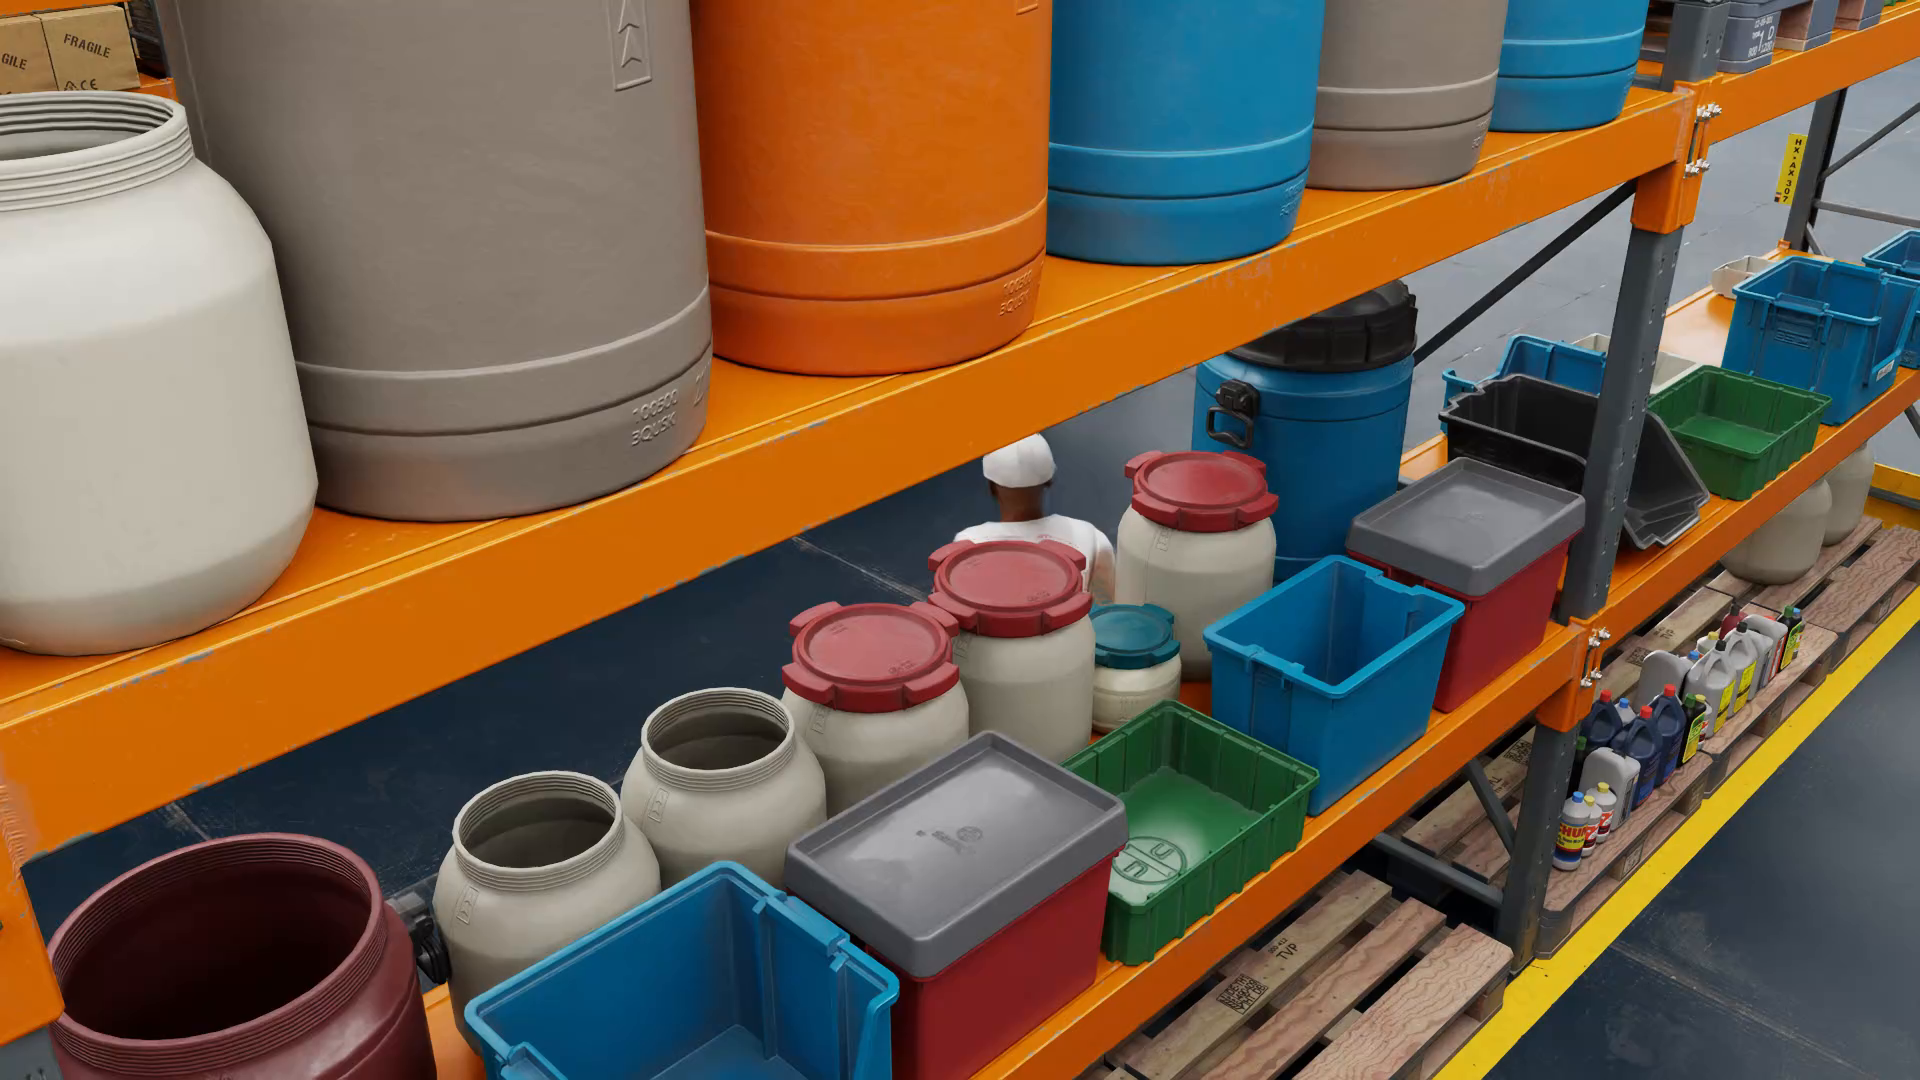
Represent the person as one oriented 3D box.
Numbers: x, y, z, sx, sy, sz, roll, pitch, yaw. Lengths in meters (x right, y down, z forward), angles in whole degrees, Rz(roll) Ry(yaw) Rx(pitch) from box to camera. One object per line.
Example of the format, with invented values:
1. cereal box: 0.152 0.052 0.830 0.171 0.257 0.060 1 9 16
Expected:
1. person: 0.214 0.488 5.116 0.602 1.761 0.481 -3 28 -6
